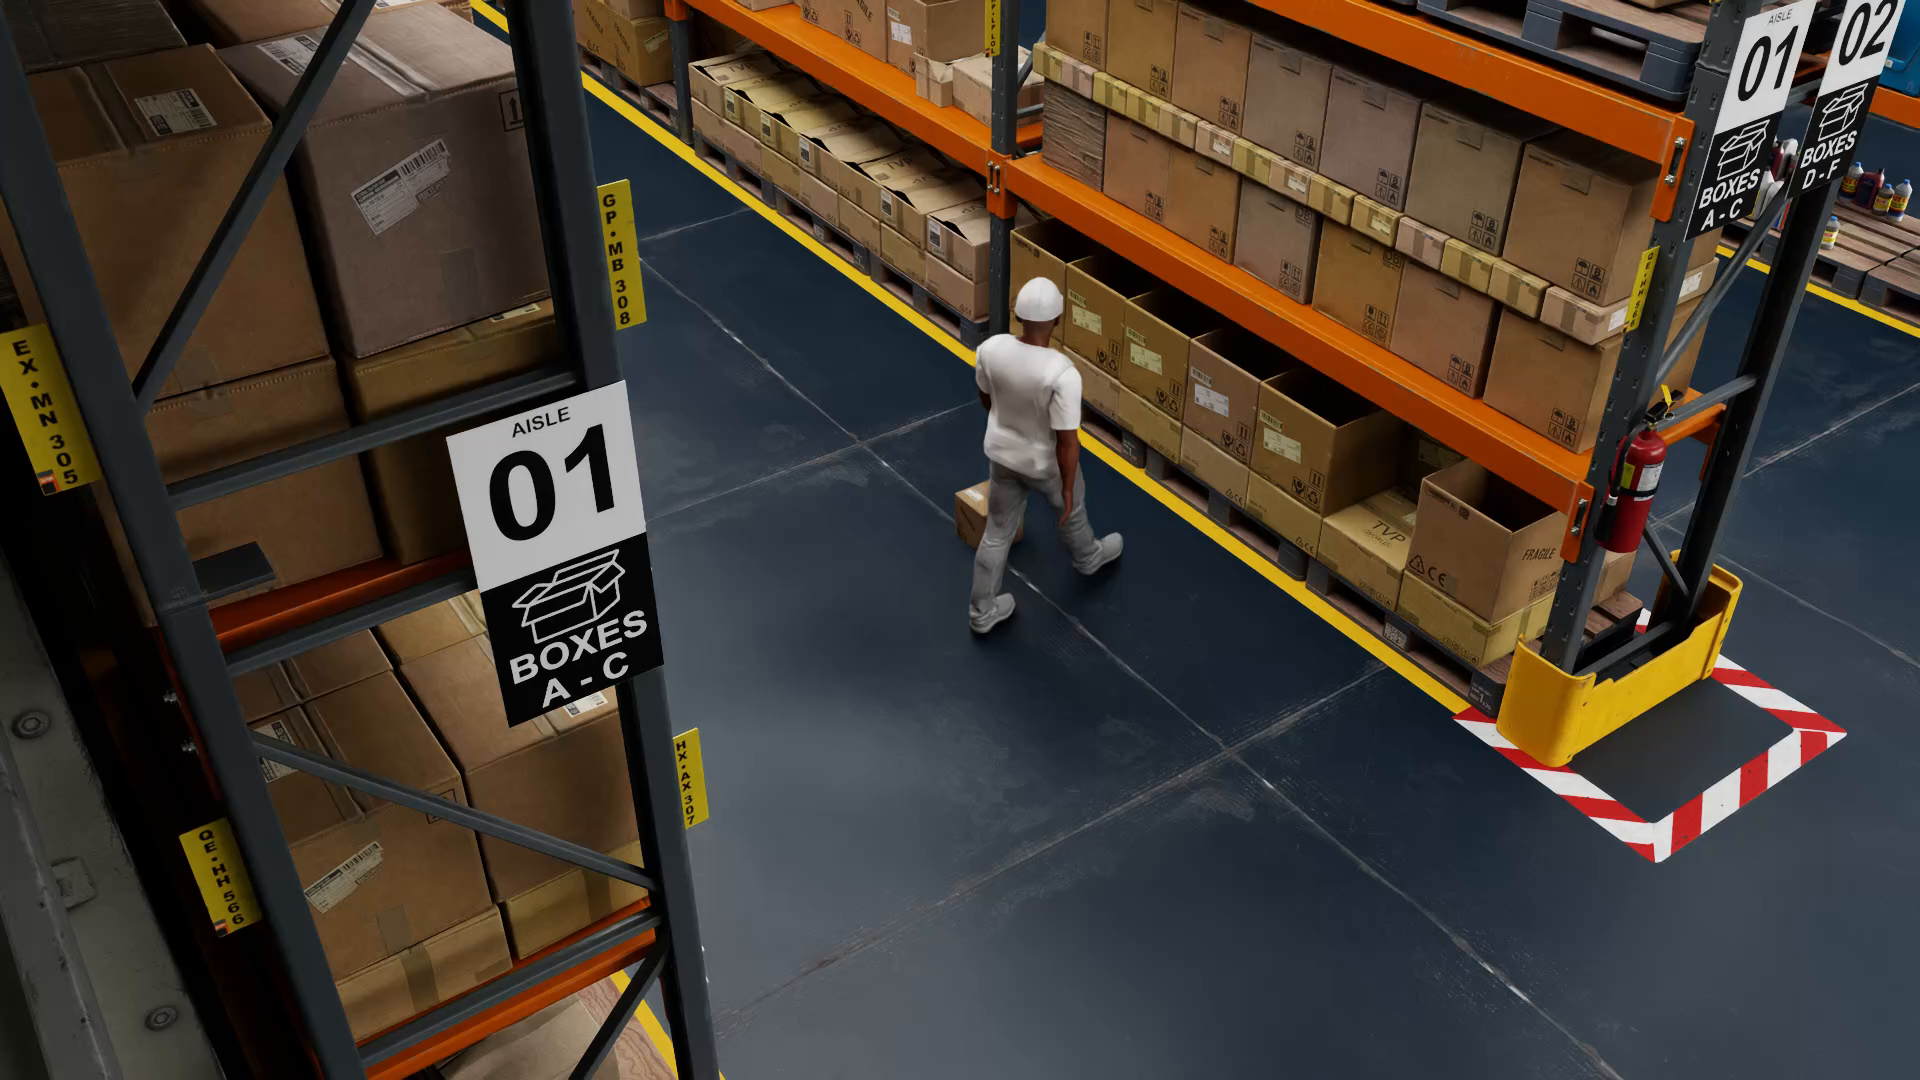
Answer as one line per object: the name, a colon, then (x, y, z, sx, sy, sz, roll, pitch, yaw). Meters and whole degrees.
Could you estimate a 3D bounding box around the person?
person: (0.395, -0.457, 7.597, 0.605, 1.720, 0.975, 21, 41, 27)
